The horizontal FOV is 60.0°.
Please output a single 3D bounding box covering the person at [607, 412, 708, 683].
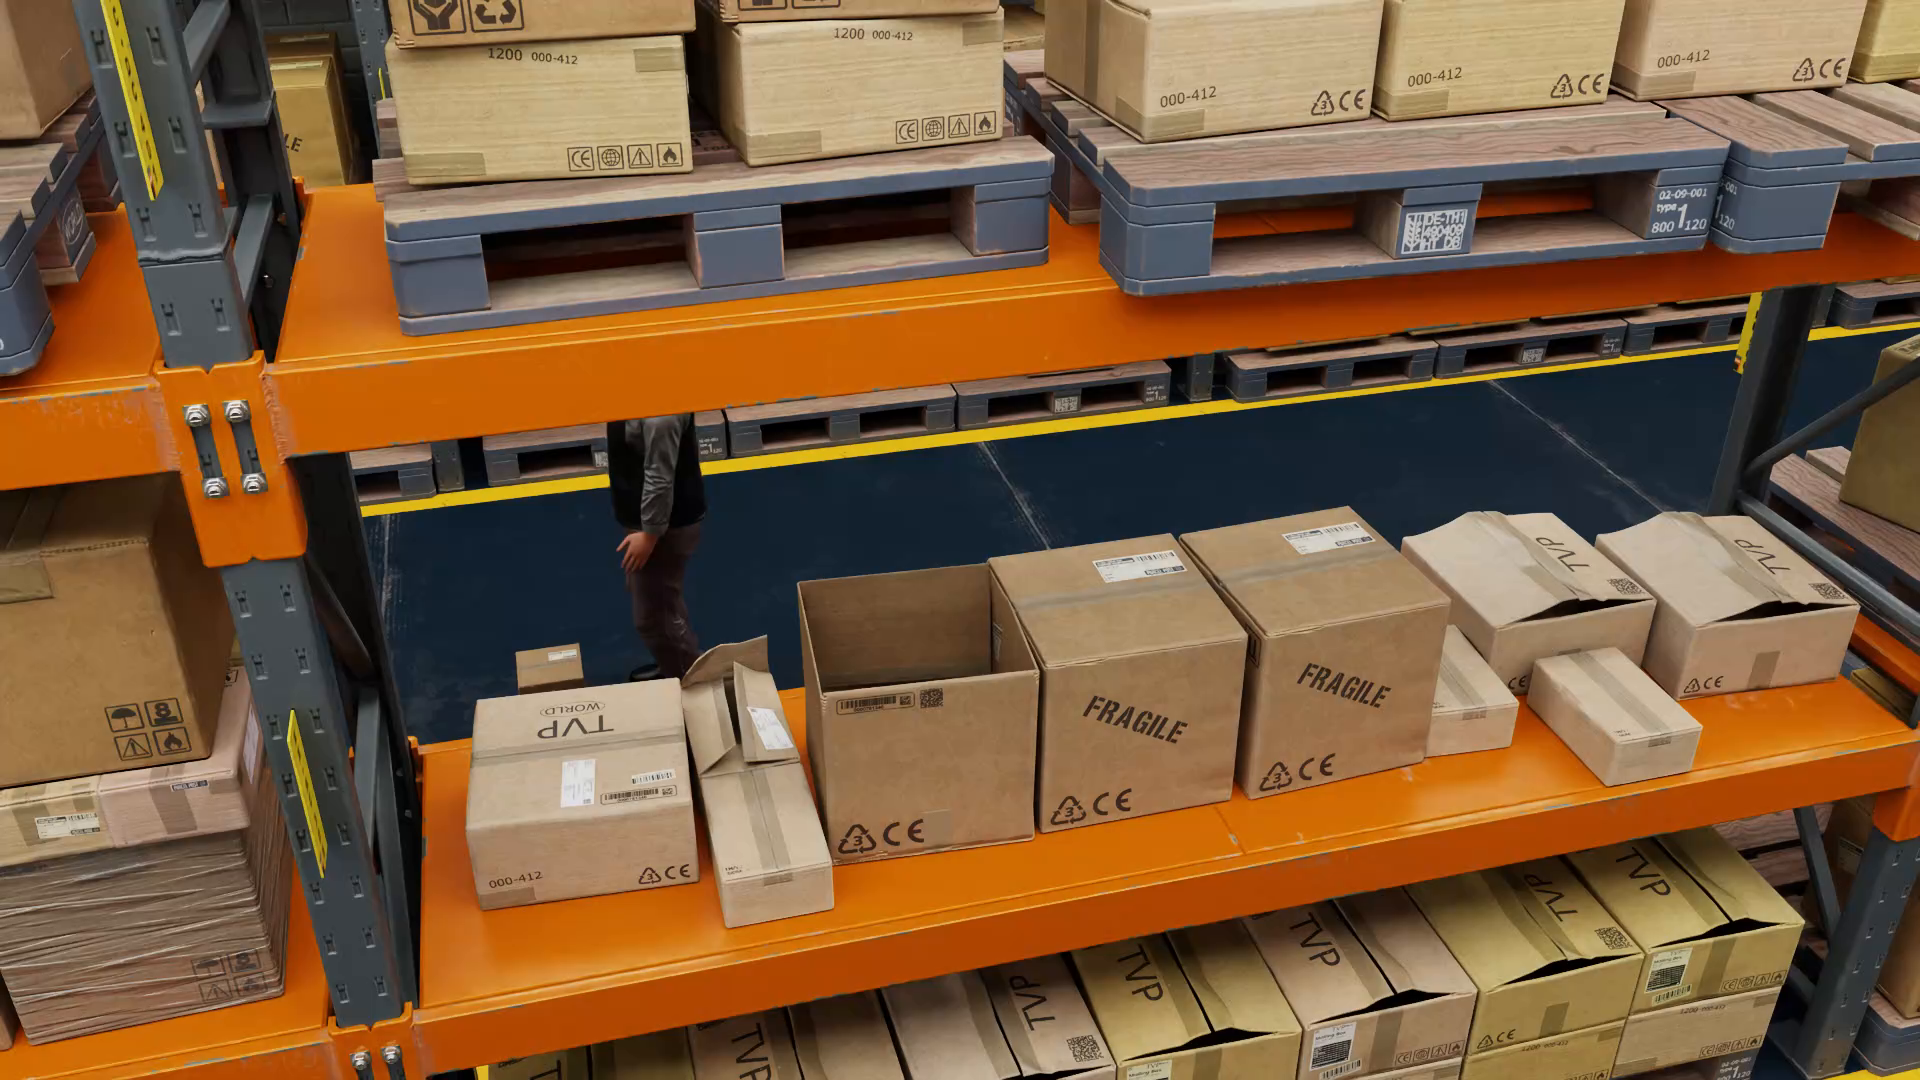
[{"bbox_3d":[-1.147,-0.085,6.325,0.364,1.706,0.540,-7,31,-12],"label":"person"}]
